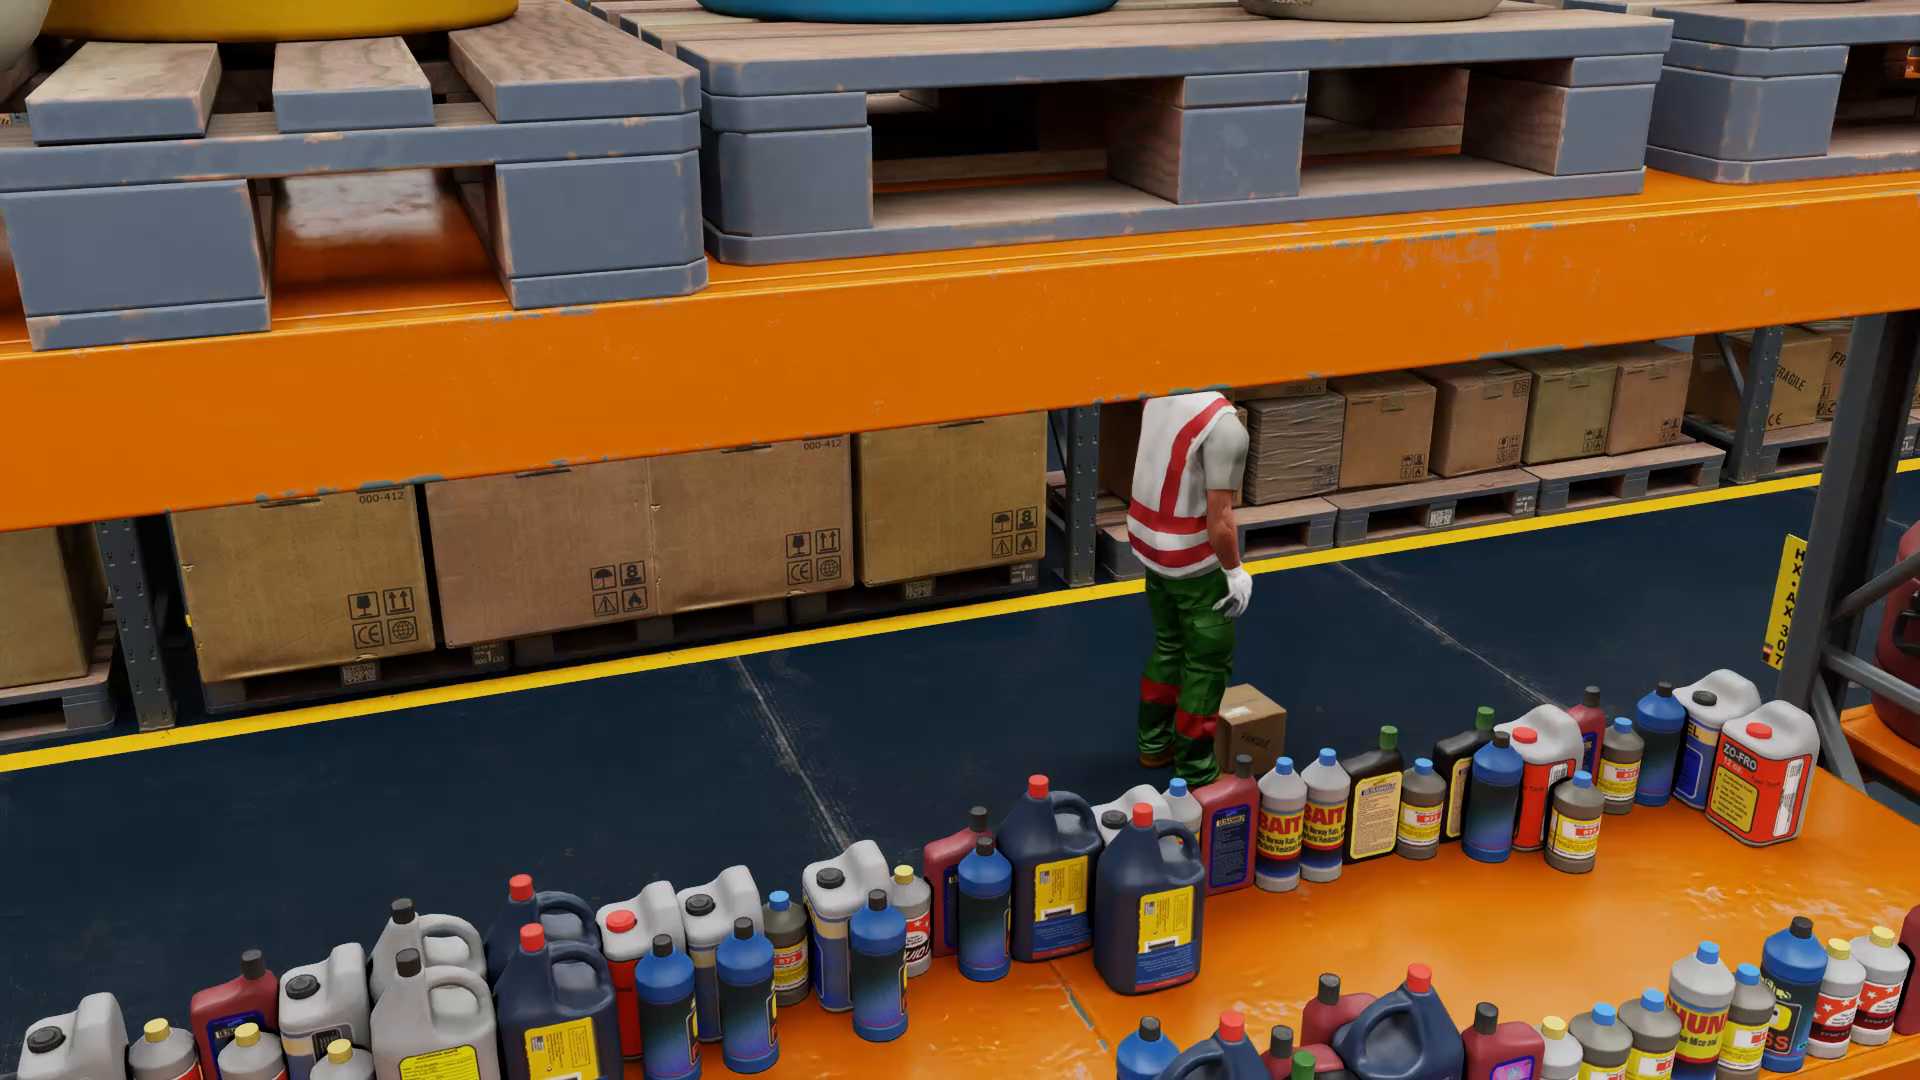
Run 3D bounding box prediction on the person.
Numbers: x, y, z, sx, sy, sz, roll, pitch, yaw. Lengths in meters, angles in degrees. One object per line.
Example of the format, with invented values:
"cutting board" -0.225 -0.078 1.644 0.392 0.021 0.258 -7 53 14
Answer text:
"person" 0.840 0.053 5.945 0.450 1.778 0.597 -9 24 -21
